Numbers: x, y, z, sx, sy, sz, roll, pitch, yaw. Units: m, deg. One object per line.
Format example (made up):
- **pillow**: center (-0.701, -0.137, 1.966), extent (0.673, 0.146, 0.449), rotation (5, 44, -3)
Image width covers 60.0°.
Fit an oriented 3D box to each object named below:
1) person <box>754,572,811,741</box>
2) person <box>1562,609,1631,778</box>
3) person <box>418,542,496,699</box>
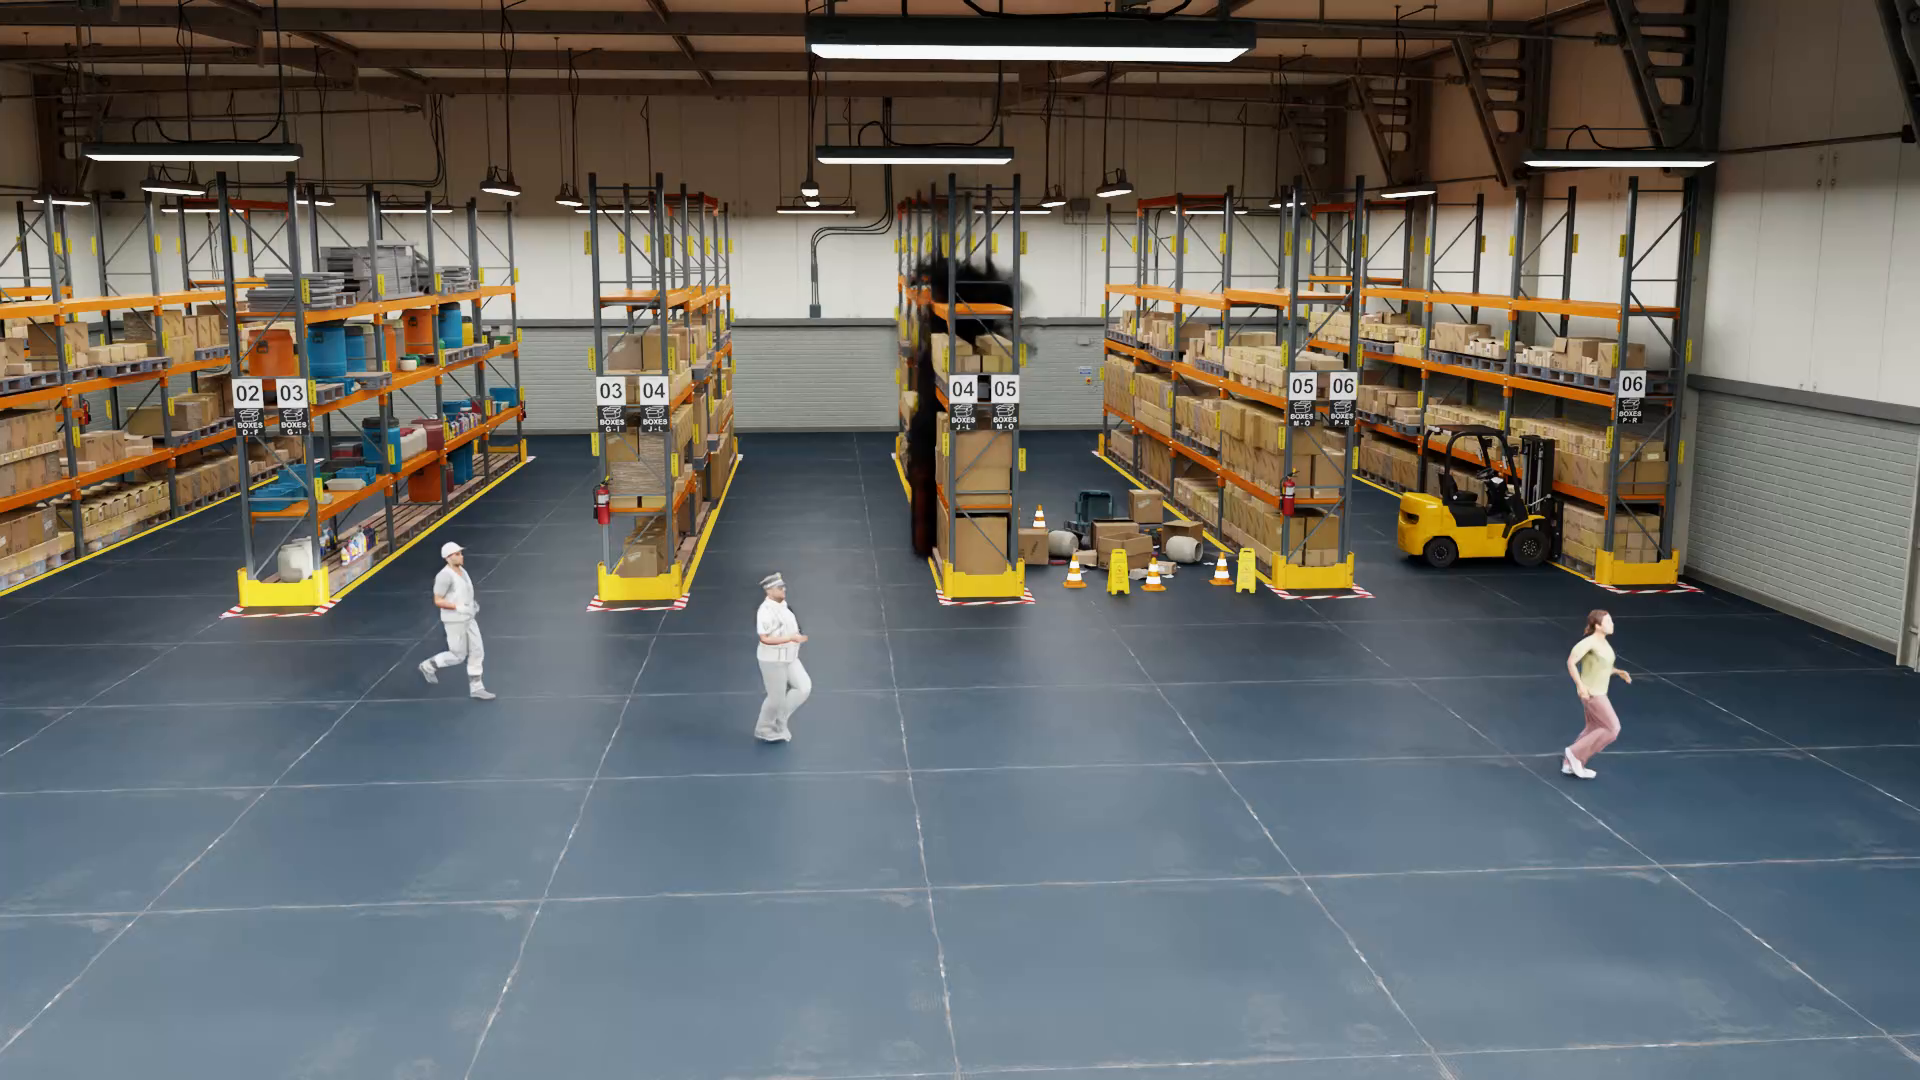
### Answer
- **person**: center (-1.782, 1.205, 16.859), extent (0.651, 1.789, 0.645), rotation (4, 11, 21)
- **person**: center (6.028, 1.456, 15.720), extent (0.549, 1.637, 0.587), rotation (6, 12, 31)
- **person**: center (-5.618, 0.896, 18.537), extent (0.888, 1.769, 0.655), rotation (2, 10, 13)
